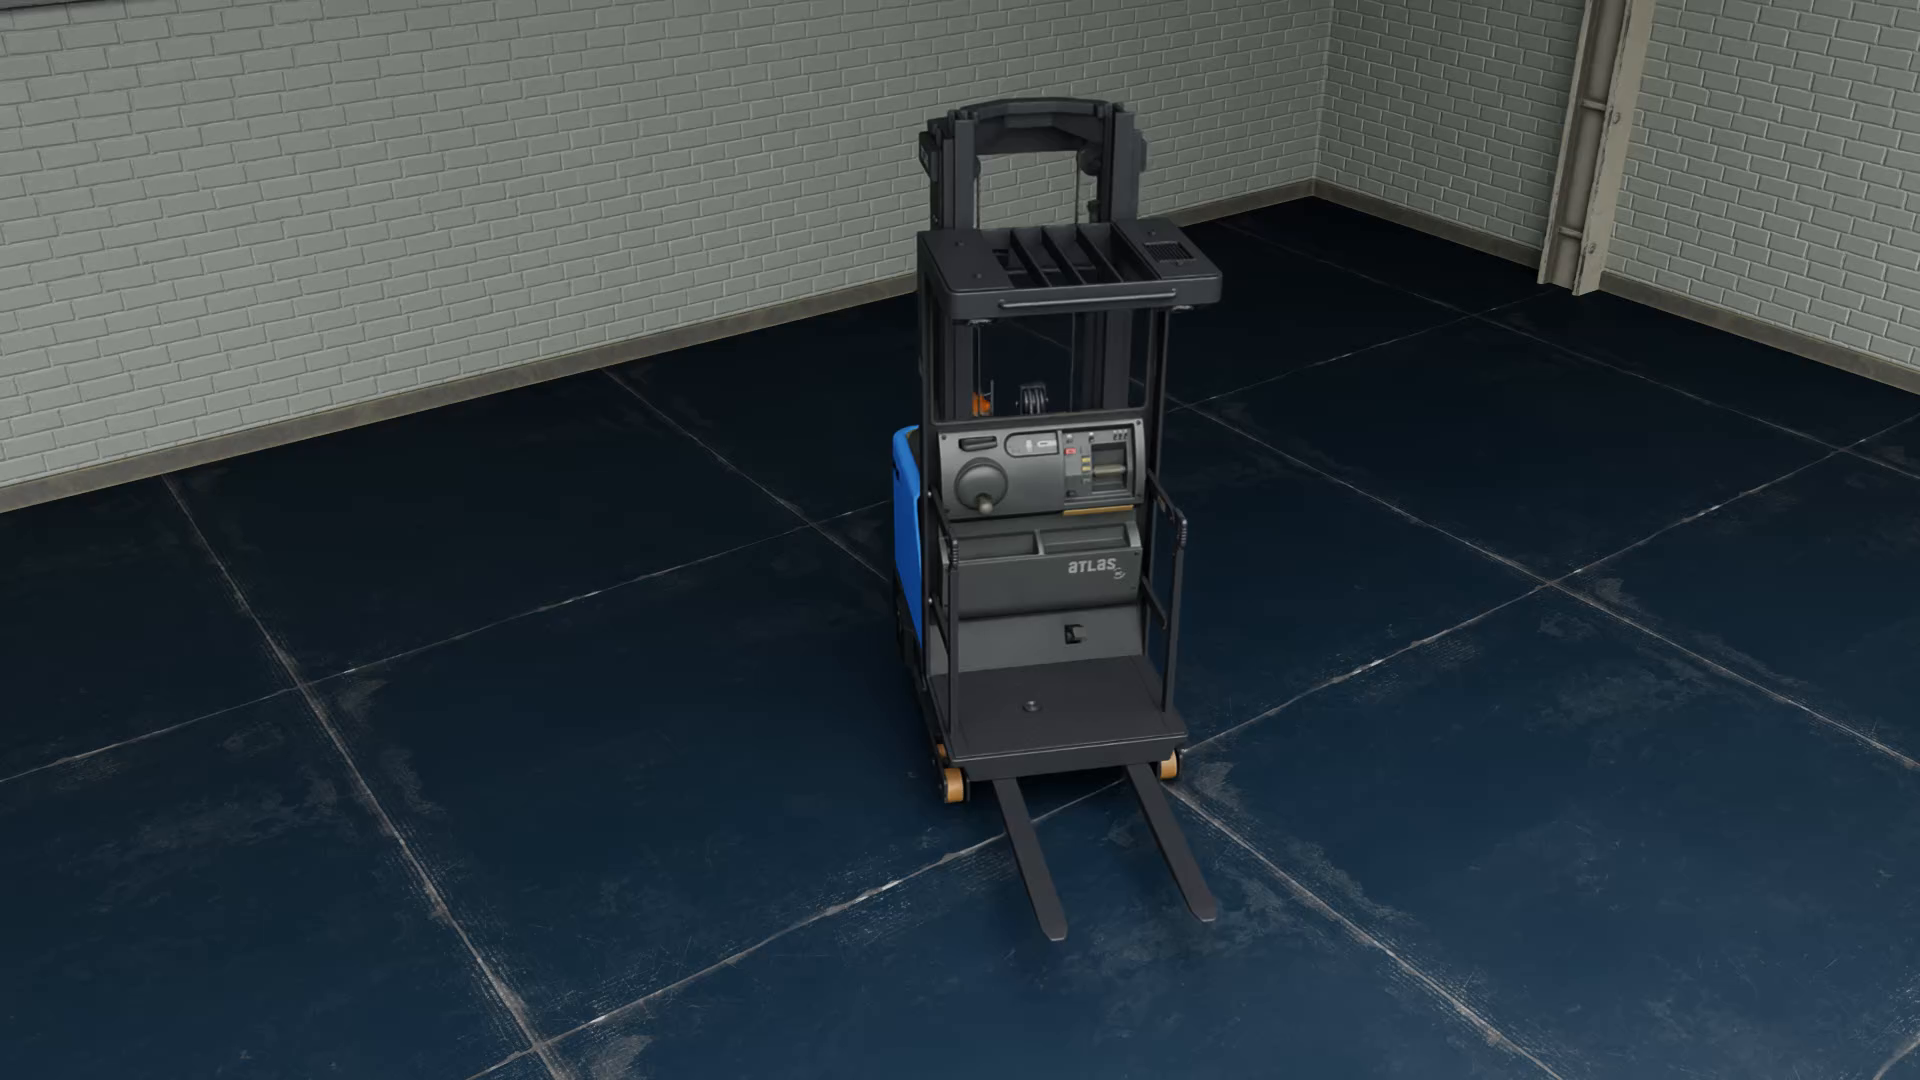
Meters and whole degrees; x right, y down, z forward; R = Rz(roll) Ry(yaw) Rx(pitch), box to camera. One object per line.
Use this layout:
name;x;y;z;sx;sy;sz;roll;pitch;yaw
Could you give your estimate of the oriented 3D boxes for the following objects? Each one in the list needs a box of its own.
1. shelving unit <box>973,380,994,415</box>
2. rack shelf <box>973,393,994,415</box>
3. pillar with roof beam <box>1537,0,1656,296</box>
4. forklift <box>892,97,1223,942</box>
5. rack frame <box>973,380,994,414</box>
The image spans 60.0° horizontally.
shelving unit;0.031;-0.441;9.461;0.215;1.050;0.252;-19;34;-31
rack shelf;0.031;-0.681;9.331;0.215;0.259;0.240;-19;34;-31
pillar with roof beam;1.460;-4.842;9.237;9.100;9.000;0.400;-19;34;-31
forklift;0.408;-0.282;7.198;1.130;2.935;3.031;-5;29;-9
rack frame;0.102;-0.393;9.374;0.200;1.050;0.008;-19;34;-31
